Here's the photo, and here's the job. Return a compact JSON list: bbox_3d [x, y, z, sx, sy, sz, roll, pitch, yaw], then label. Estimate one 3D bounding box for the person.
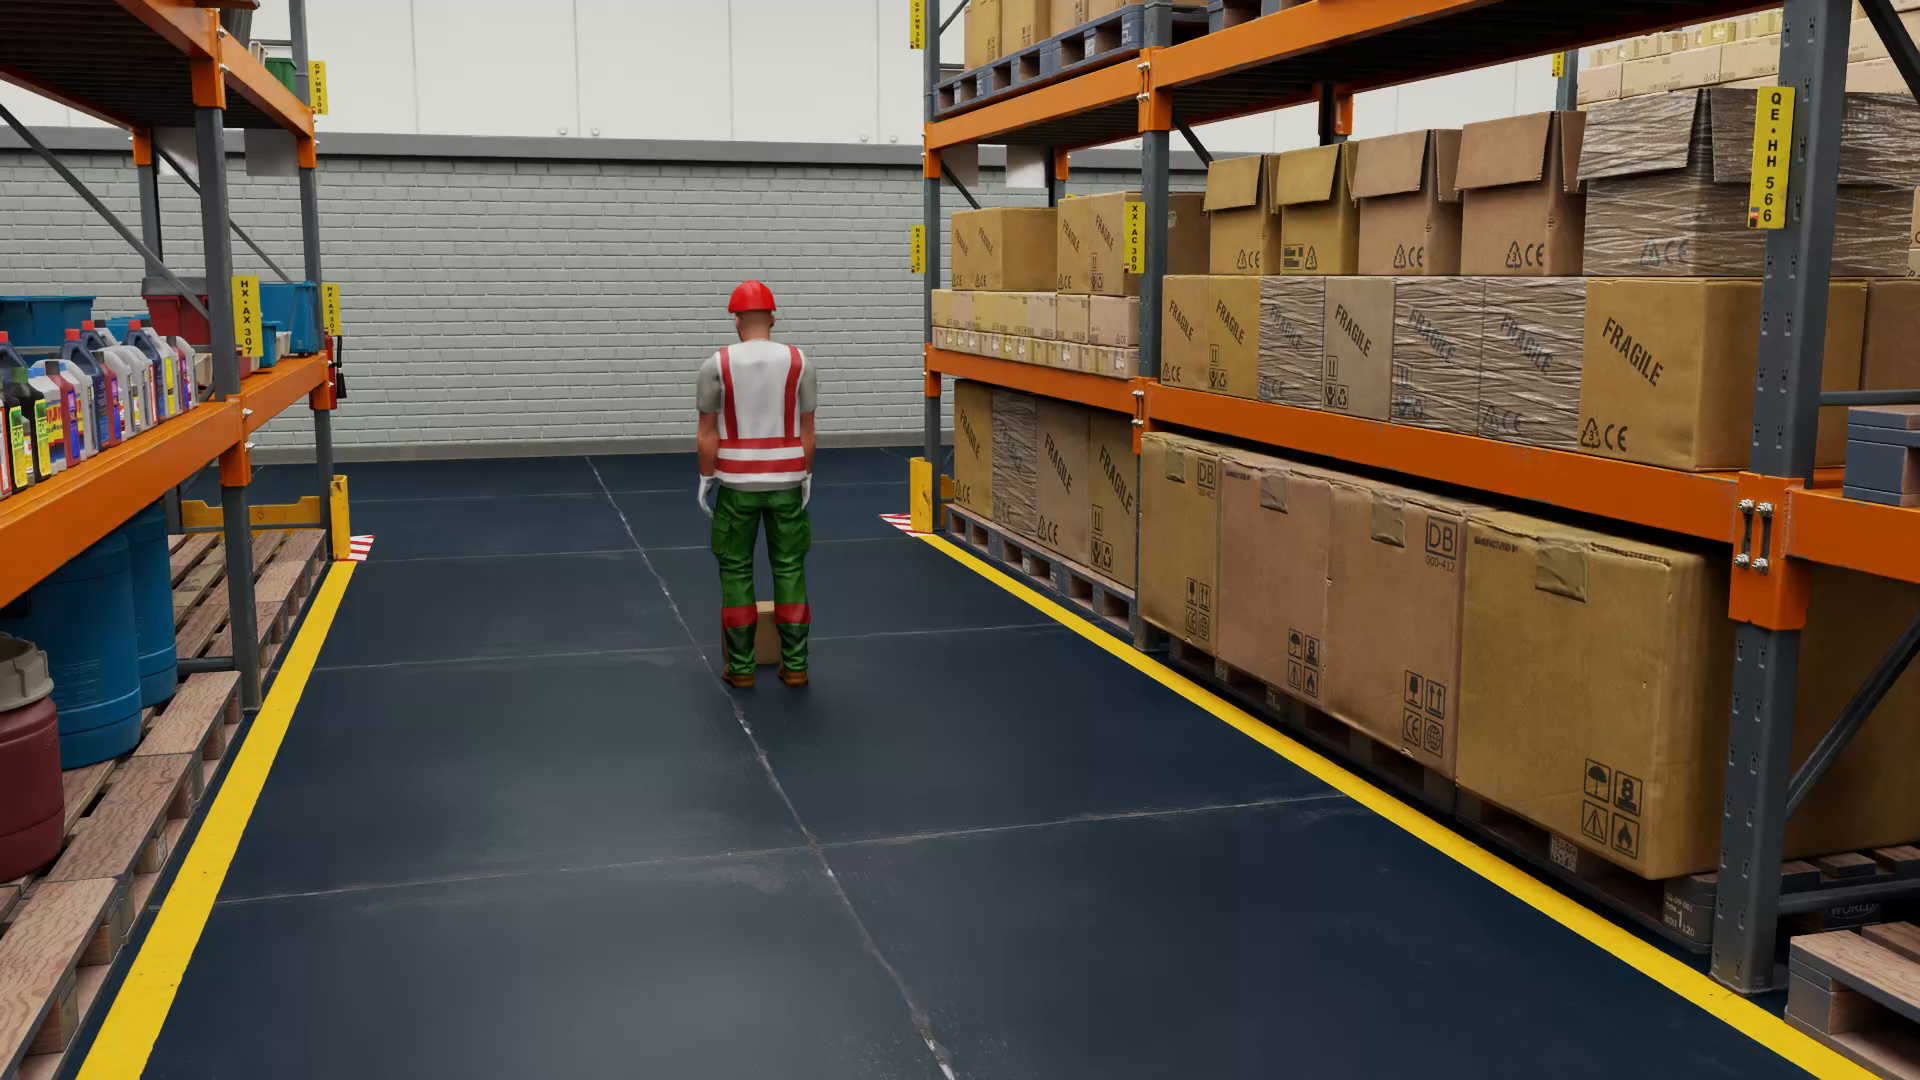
[{"bbox_3d":[-0.892,-0.242,7.329,0.528,1.777,0.351,-2,9,-15],"label":"person"}]
